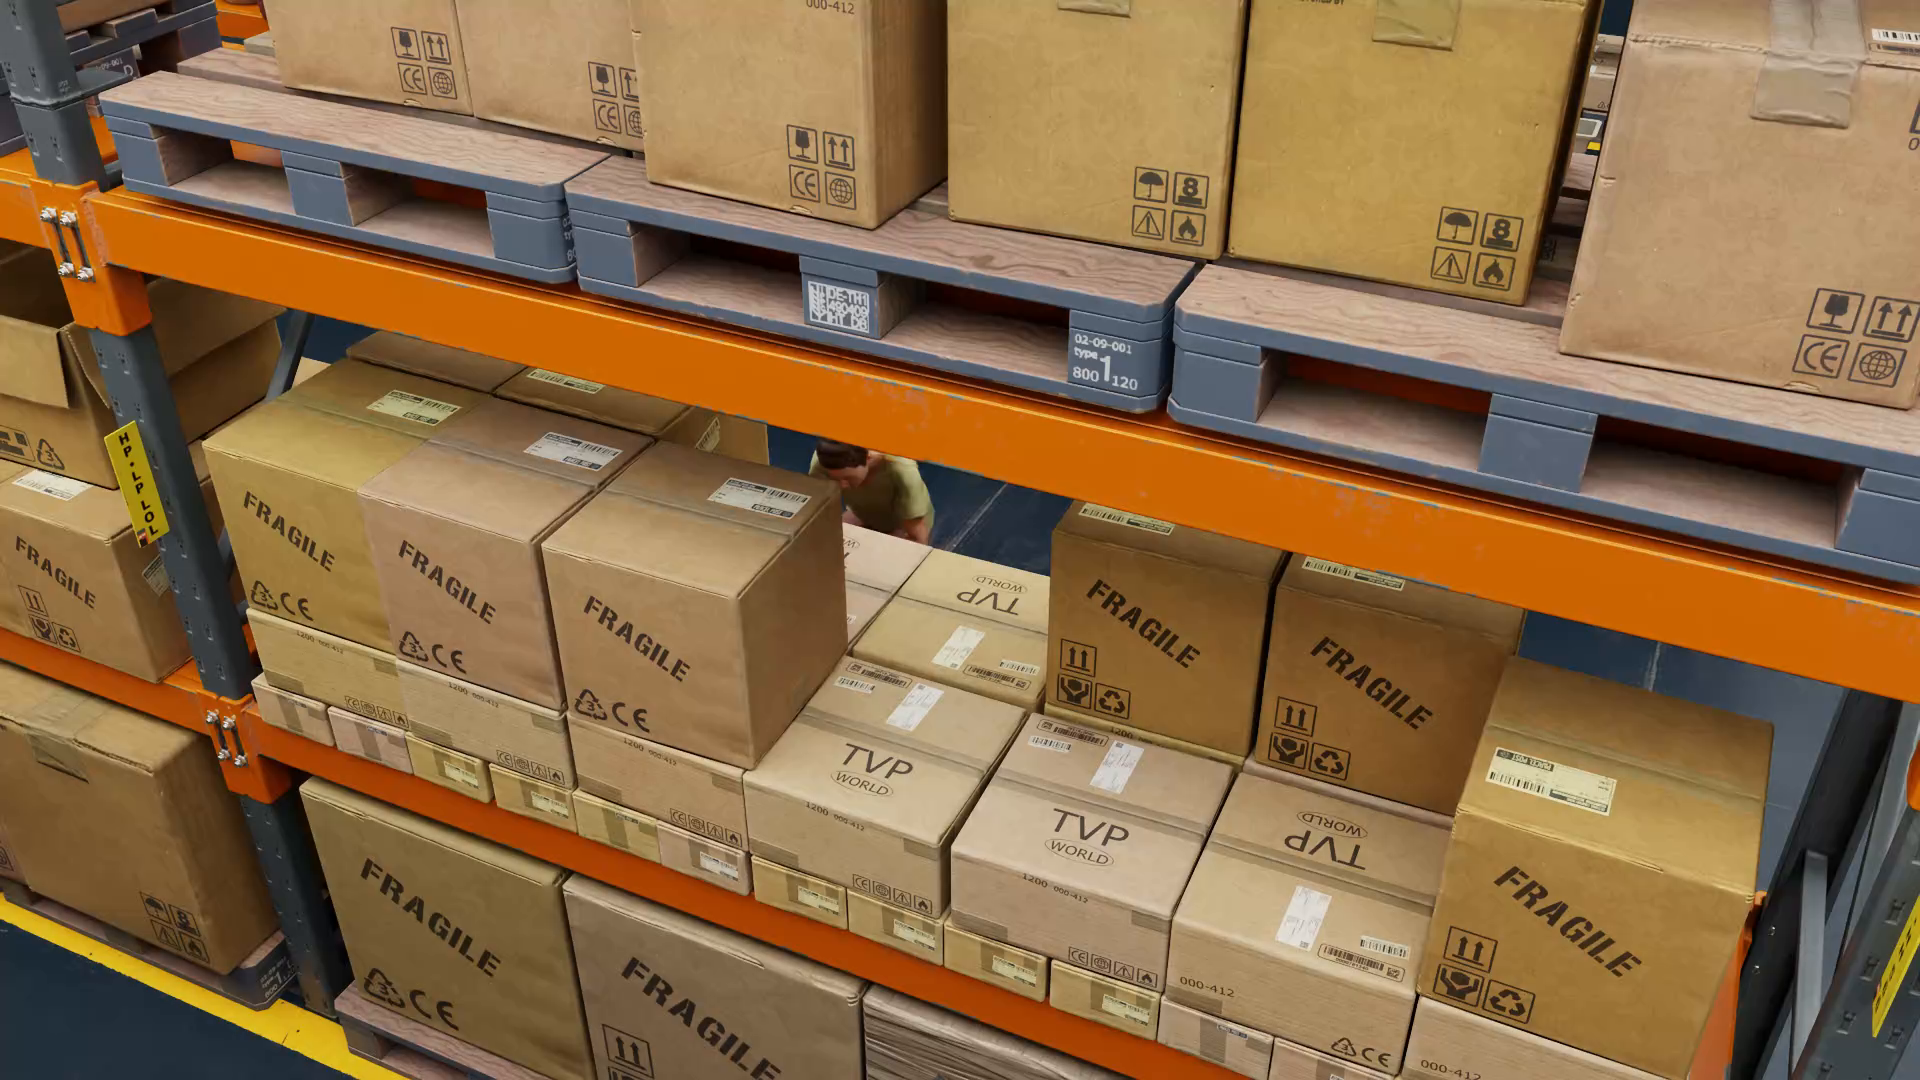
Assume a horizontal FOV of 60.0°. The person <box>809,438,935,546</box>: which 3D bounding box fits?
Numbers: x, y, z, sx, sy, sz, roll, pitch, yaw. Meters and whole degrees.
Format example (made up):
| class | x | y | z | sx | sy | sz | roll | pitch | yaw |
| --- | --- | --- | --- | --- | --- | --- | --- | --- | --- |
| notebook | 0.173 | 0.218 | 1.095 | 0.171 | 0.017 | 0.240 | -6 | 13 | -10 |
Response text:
| class | x | y | z | sx | sy | sz | roll | pitch | yaw |
| --- | --- | --- | --- | --- | --- | --- | --- | --- | --- |
| person | -0.324 | 0.032 | 6.405 | 0.511 | 1.335 | 0.666 | 15 | 36 | 21 |
